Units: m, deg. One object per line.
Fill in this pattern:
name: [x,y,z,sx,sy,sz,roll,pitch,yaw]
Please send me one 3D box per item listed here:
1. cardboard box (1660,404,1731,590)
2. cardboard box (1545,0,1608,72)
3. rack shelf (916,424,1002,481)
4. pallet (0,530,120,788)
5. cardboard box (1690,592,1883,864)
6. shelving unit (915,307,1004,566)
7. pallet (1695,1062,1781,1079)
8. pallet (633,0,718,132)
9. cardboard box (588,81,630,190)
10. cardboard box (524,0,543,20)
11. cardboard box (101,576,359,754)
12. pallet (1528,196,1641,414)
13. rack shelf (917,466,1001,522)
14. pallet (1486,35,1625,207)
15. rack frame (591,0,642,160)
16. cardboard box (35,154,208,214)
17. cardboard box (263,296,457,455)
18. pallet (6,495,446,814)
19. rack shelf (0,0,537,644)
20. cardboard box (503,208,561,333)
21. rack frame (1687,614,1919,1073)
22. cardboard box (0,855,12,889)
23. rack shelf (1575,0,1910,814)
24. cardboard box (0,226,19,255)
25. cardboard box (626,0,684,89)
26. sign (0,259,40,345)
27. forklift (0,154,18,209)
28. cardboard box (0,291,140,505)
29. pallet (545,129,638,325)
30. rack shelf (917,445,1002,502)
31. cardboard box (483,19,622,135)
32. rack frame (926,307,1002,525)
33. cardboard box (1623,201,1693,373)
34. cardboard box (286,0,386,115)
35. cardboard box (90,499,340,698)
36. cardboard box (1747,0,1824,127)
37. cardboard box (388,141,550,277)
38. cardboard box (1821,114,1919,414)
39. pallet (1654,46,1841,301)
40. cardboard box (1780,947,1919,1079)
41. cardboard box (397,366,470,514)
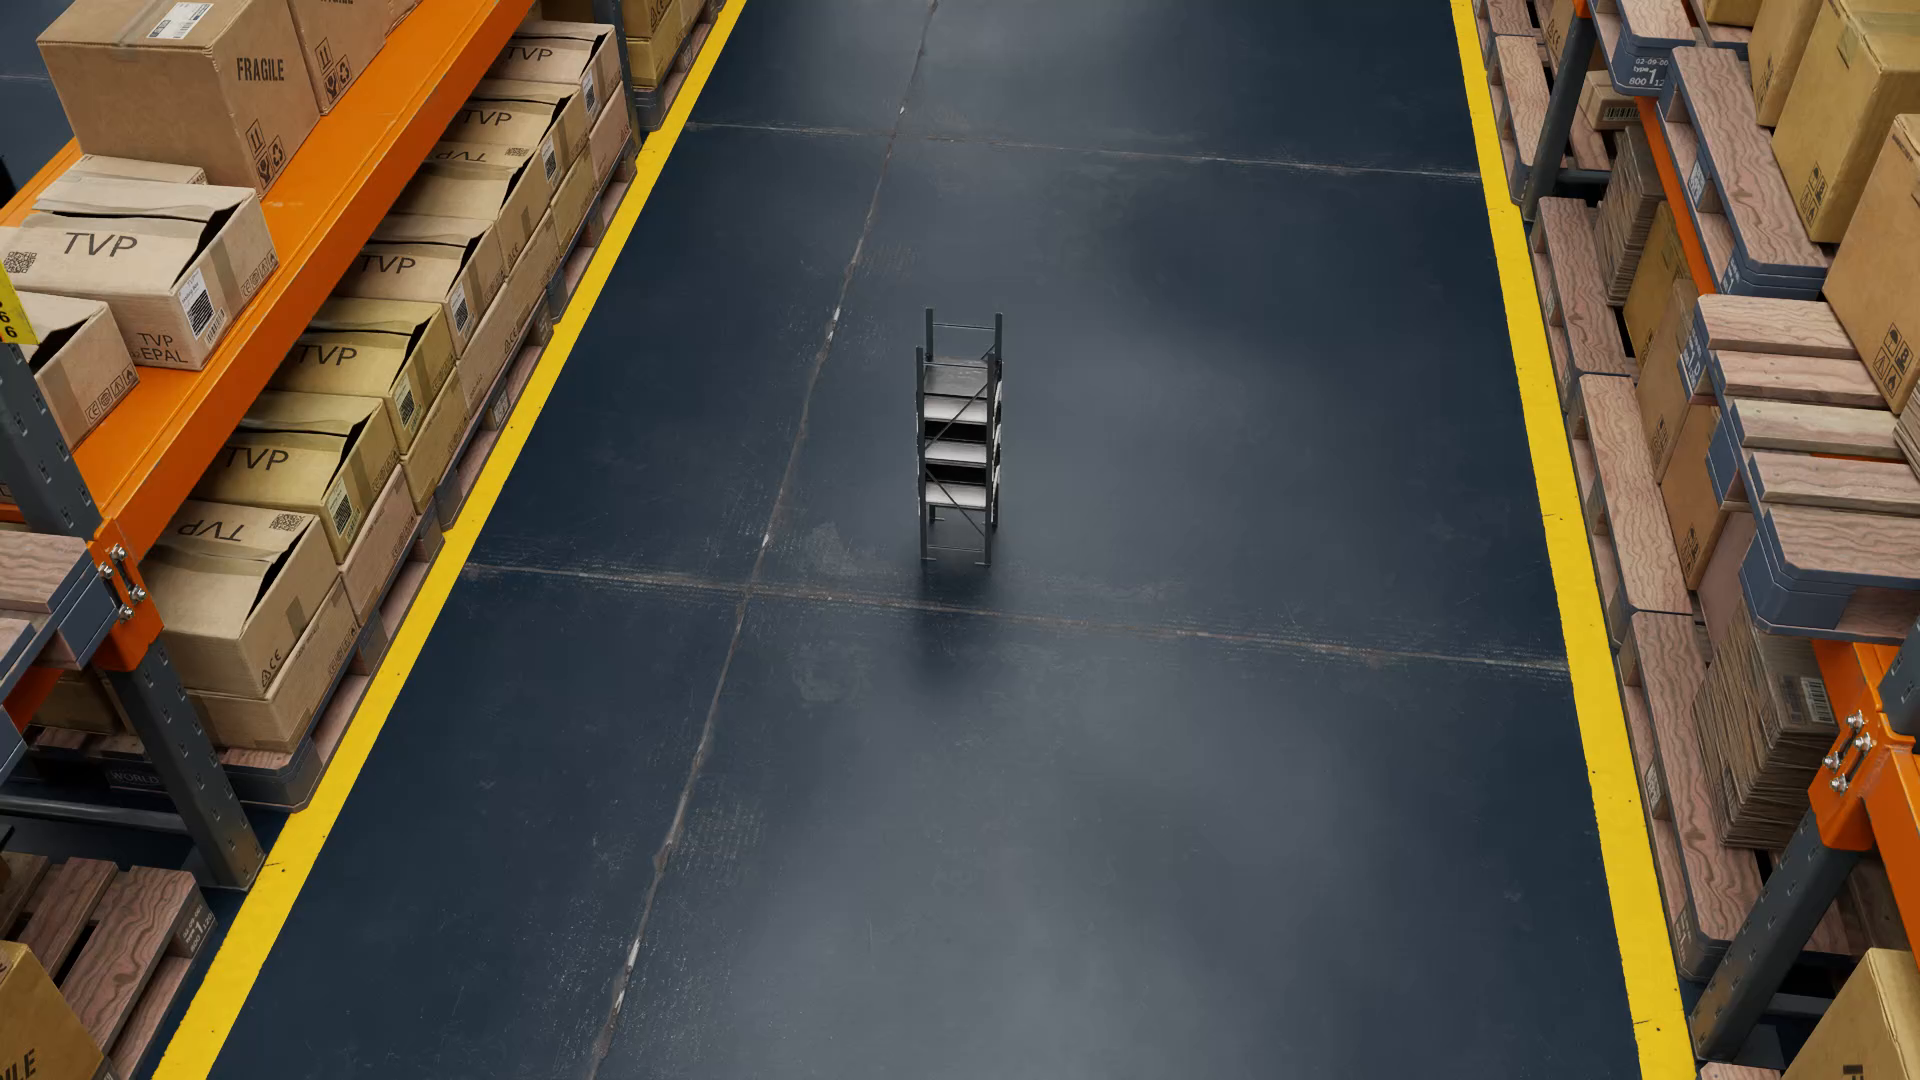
cardboard box: [2.679,-0.160,5.235,0.700,0.500,0.500,5,44,5]
cardboard box: [3.041,-2.420,7.622,0.500,0.500,0.500,2,43,2]
rack shelf: [-0.001,-0.297,5.458,0.258,0.077,0.200,5,44,6]
pallet: [-2.516,0.360,3.328,1.213,0.211,1.003,5,44,6]
cardboard box: [2.458,0.522,4.515,0.700,0.500,0.500,6,44,6]
shelving unit: [-0.001,-0.321,5.435,0.258,0.900,0.210,5,44,6]
pallet: [2.235,1.812,3.682,1.003,0.211,1.213,5,44,6]
pallet: [-1.821,-2.430,8.163,1.003,0.211,1.213,5,44,6]
cardboard box: [-1.735,-1.750,7.111,0.500,0.250,0.500,5,44,5]
cardboard box: [-2.123,-2.394,7.792,0.500,0.250,0.500,5,44,6]
cardboard box: [-2.136,0.337,4.907,0.500,0.250,0.500,5,44,5]
pallet: [2.842,-0.914,6.561,1.003,0.211,1.213,5,44,6]
rack shelf: [-0.001,-0.166,5.581,0.258,0.077,0.200,5,44,6]
pallet: [2.997,-1.905,7.609,1.003,0.211,1.213,5,44,6]
rack frame: [-1.968,-2.905,6.636,1.000,3.000,0.127,5,44,6]
cardboard box: [-2.384,-0.961,4.766,0.380,0.149,0.250,8,44,9]
cardboard box: [-2.005,-0.573,5.460,0.500,0.311,0.500,4,44,4]
pallet: [-2.349,0.277,5.304,1.003,0.211,1.213,5,44,6]
rack shelf: [-2.232,-1.280,5.444,1.077,0.370,4.000,5,44,6]
cardboard box: [-1.871,-1.056,6.378,0.500,0.250,0.500,6,44,6]
rack frame: [2.414,0.269,3.284,1.000,3.000,0.127,5,44,6]
cardboard box: [-2.840,0.854,4.165,0.500,0.500,0.500,7,44,7]
rack shelf: [2.679,-0.833,4.971,1.077,0.370,4.000,5,44,6]
cardboard box: [-2.651,-0.725,4.517,0.380,0.149,0.250,5,44,6]
cardboard box: [-1.606,-2.347,7.742,0.500,0.250,0.500,5,44,6]
sign: [-1.957,-0.527,3.341,0.100,0.325,0.005,5,44,6]
forklift: [-4.811,-1.535,5.240,1.130,2.935,3.031,7,44,7]
cardboard box: [-2.405,-0.390,4.045,0.500,0.311,0.500,8,44,8]
pallet: [-2.026,-1.386,7.061,1.003,0.211,1.213,5,44,6]
rack shelf: [-0.001,-0.232,5.520,0.258,0.077,0.200,5,44,6]
cardboard box: [-1.737,-1.960,6.925,0.500,0.311,0.500,5,44,6]
rack frame: [0.012,-0.391,5.508,0.240,0.900,0.006,5,44,6]
cardboard box: [2.844,-0.849,5.963,0.700,0.500,0.500,4,44,5]
cardboard box: [-2.221,-1.719,5.311,0.500,0.500,0.500,5,44,6]
cardboard box: [-2.136,0.134,4.714,0.500,0.311,0.500,7,44,7]
cardboard box: [2.705,-1.477,4.736,0.700,0.500,0.500,11,45,11]
cardboard box: [-1.868,-1.265,6.191,0.500,0.311,0.500,5,44,5]
cardboard box: [2.514,-0.631,3.842,0.700,0.500,0.500,1,43,2]
pallet: [2.635,-1.014,4.779,1.003,0.211,1.213,5,44,6]
cardboard box: [2.187,1.387,3.362,0.750,0.750,0.750,5,44,5]
cardboard box: [-2.008,-0.360,5.643,0.500,0.250,0.500,4,44,4]
